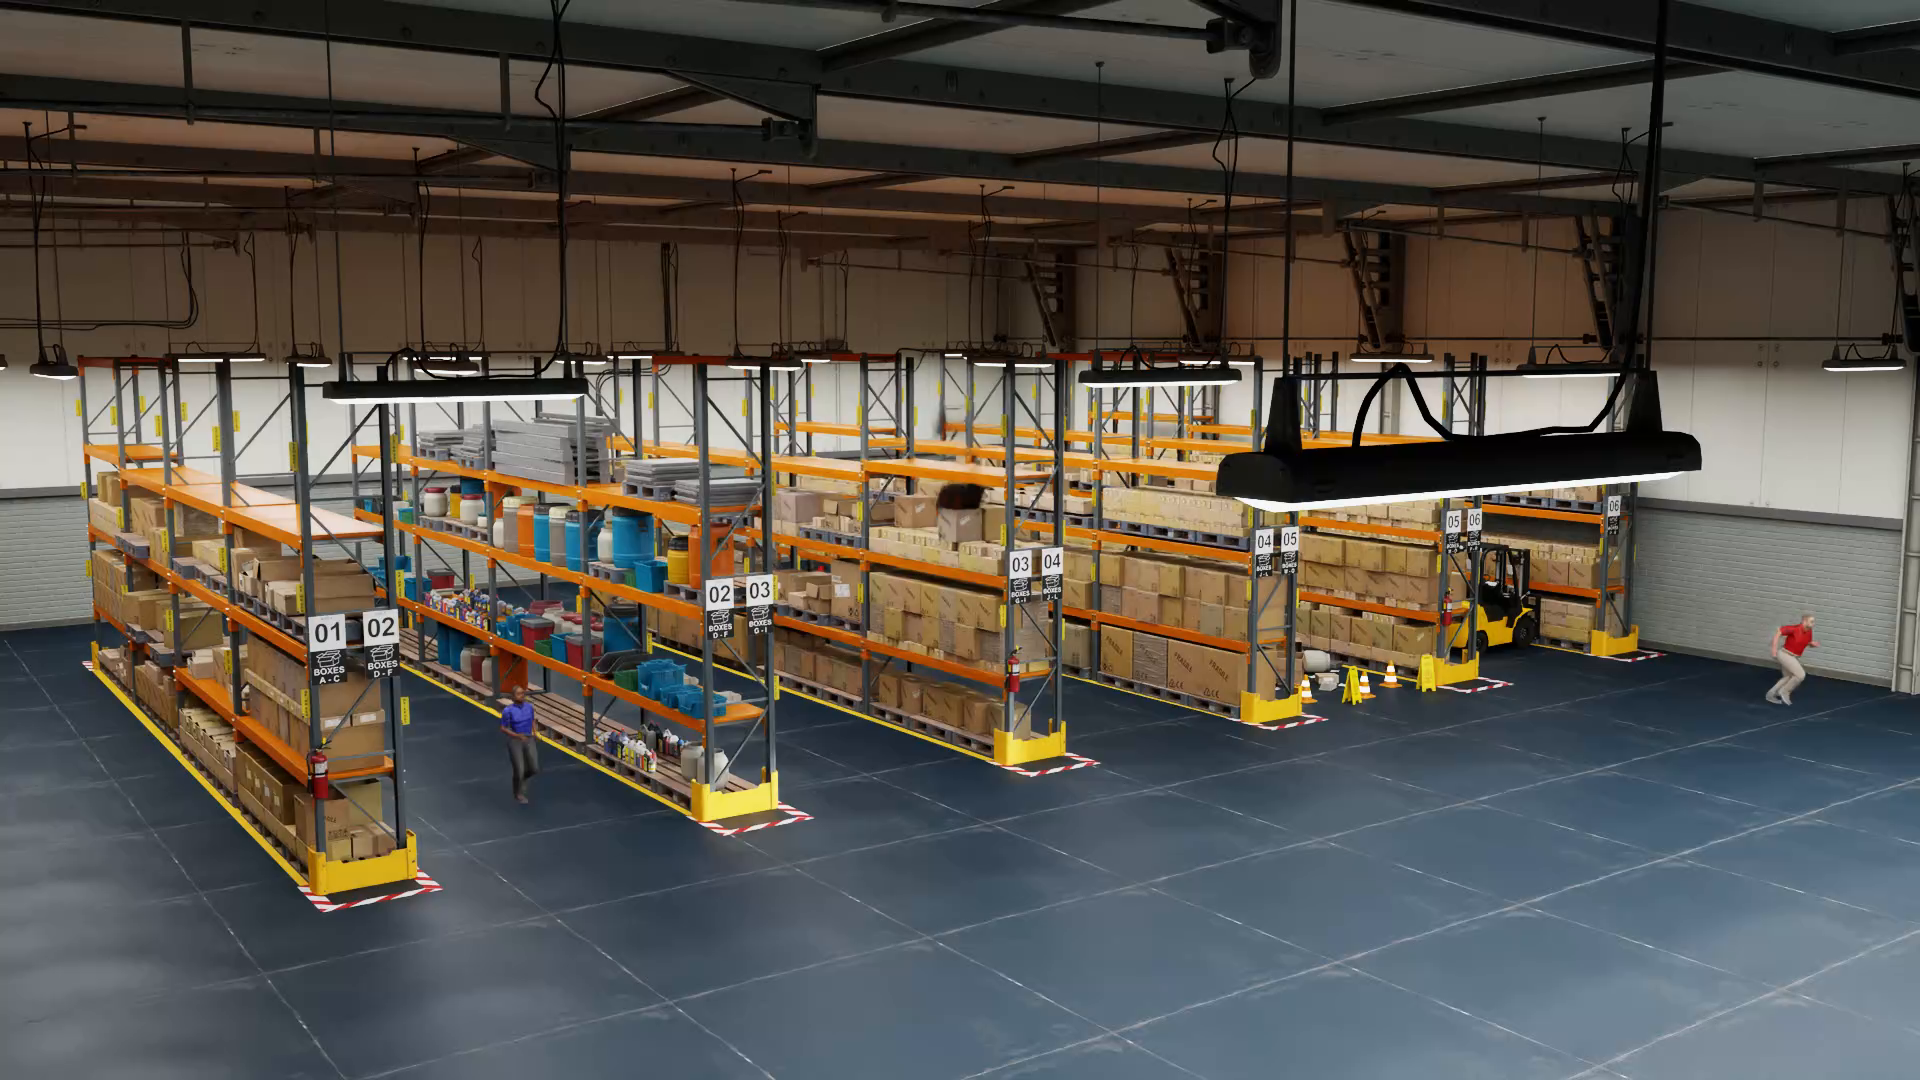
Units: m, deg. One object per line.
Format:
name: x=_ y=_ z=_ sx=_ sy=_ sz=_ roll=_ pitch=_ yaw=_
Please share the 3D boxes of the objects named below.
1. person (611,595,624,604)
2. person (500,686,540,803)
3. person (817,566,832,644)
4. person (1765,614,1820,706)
person: x=-6.230 y=1.806 z=30.659 sx=0.524 sy=1.658 sz=0.612 roll=6 pitch=9 yaw=42
person: x=-5.963 y=2.792 z=22.689 sx=0.569 sy=1.617 sz=0.529 roll=-6 pitch=9 yaw=-40
person: x=-2.788 y=1.402 z=33.434 sx=0.667 sy=1.786 sz=0.956 roll=-5 pitch=8 yaw=-33
person: x=14.429 y=2.068 z=28.797 sx=0.723 sy=1.619 sz=0.835 roll=-6 pitch=9 yaw=-41
